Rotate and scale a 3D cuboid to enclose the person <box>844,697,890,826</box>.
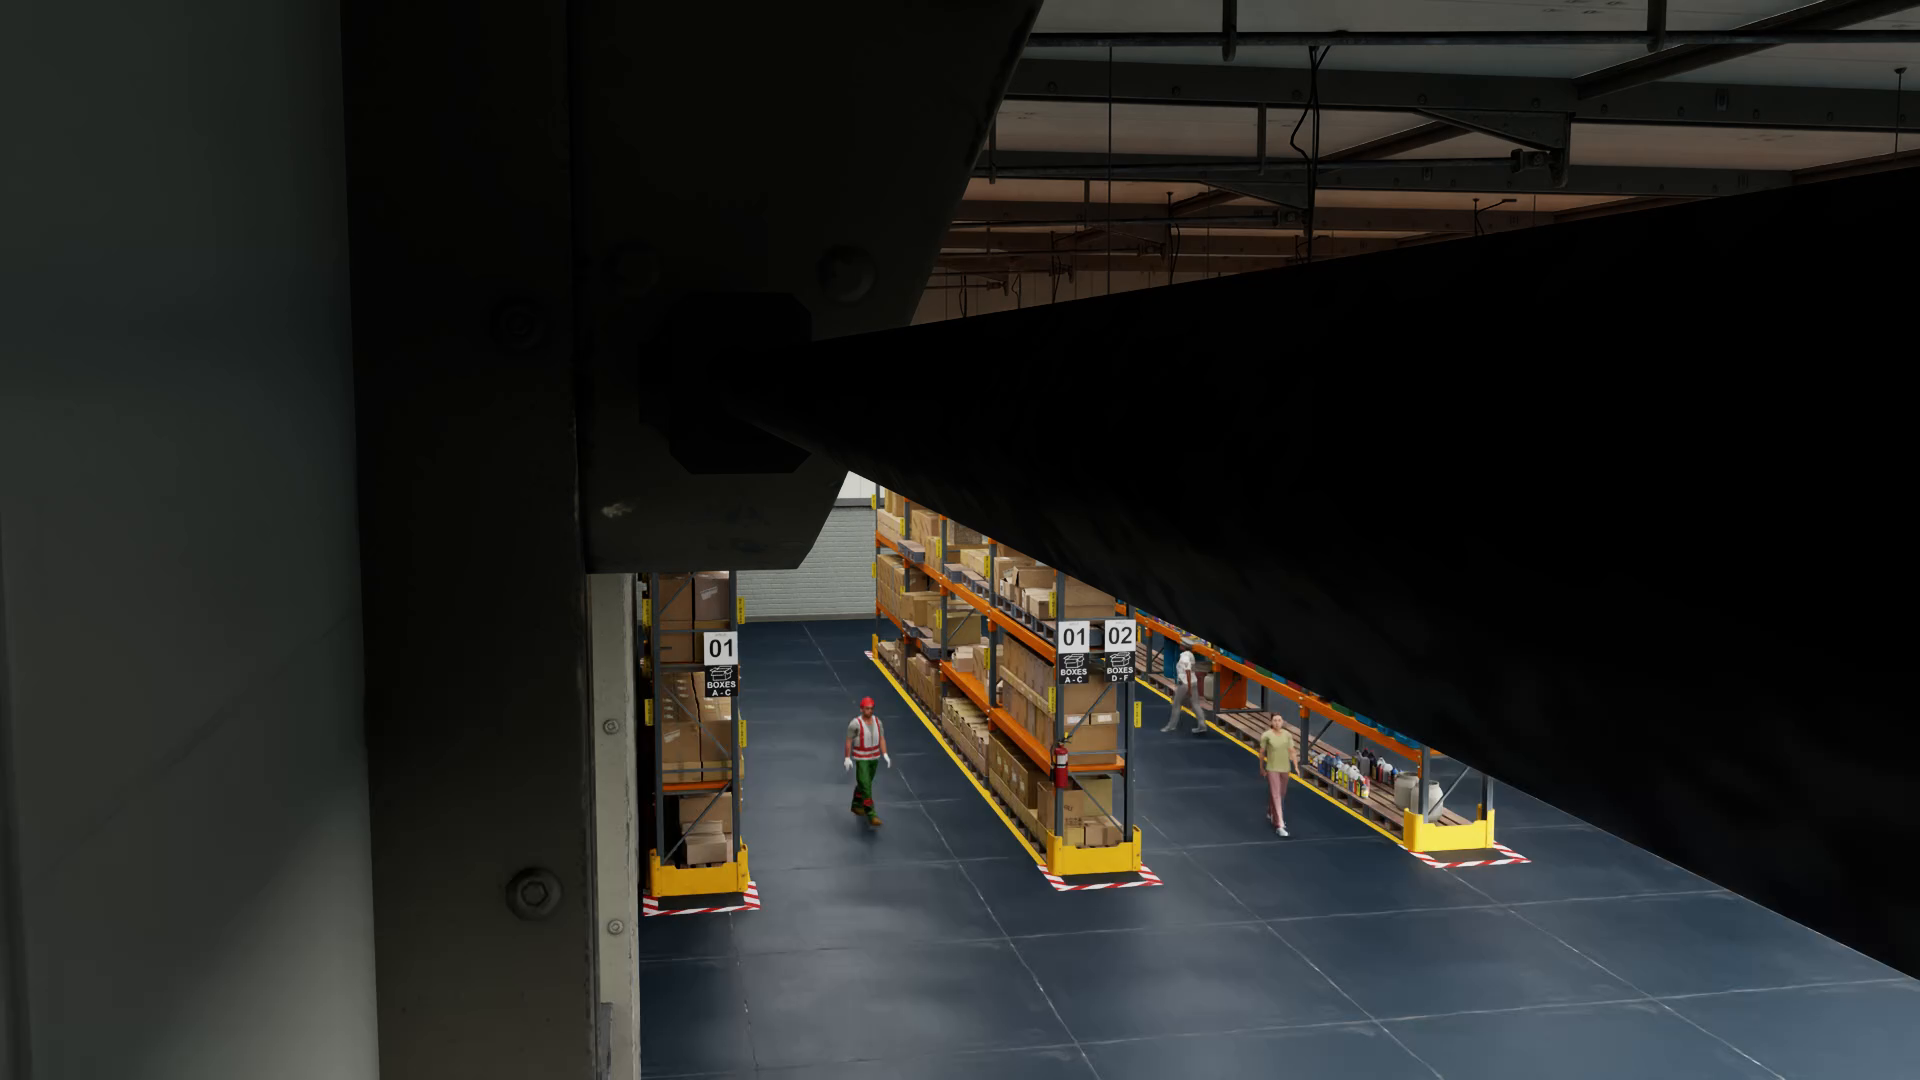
[{"bbox_3d":[-1.254,3.056,23.198,0.559,1.731,1.040,-5,8,-40],"label":"person"}]

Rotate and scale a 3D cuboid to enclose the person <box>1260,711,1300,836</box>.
[{"bbox_3d":[4.386,3.165,22.797,0.473,1.627,0.958,-1,6,-10],"label":"person"}]

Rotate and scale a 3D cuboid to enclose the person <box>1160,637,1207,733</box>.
[{"bbox_3d":[3.959,2.527,28.993,0.842,1.686,0.470,5,8,39],"label":"person"}]
